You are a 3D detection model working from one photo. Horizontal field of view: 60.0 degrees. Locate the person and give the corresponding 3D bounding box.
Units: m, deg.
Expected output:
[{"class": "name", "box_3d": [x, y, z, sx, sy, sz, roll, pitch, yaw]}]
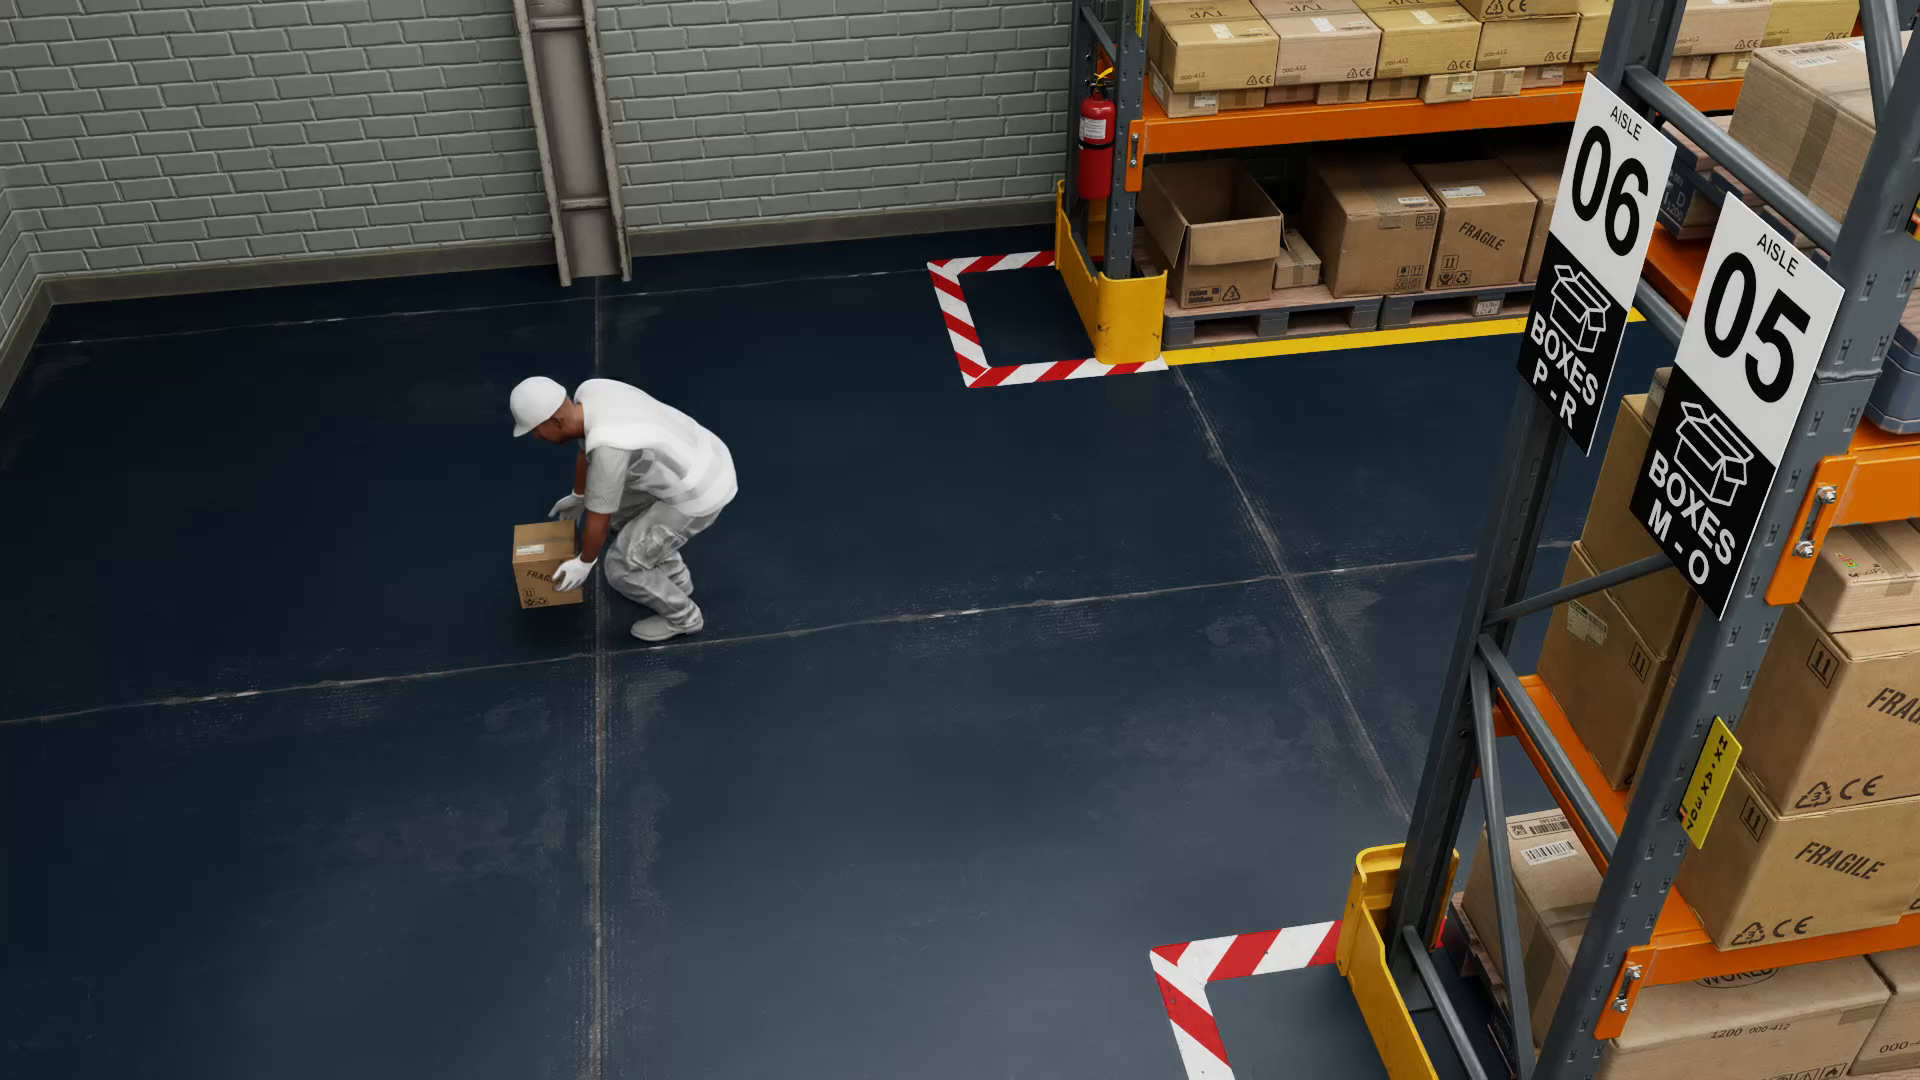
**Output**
[{"class": "person", "box_3d": [-1.318, -0.152, 6.749, 0.833, 1.264, 0.607, -6, 39, -8]}]
